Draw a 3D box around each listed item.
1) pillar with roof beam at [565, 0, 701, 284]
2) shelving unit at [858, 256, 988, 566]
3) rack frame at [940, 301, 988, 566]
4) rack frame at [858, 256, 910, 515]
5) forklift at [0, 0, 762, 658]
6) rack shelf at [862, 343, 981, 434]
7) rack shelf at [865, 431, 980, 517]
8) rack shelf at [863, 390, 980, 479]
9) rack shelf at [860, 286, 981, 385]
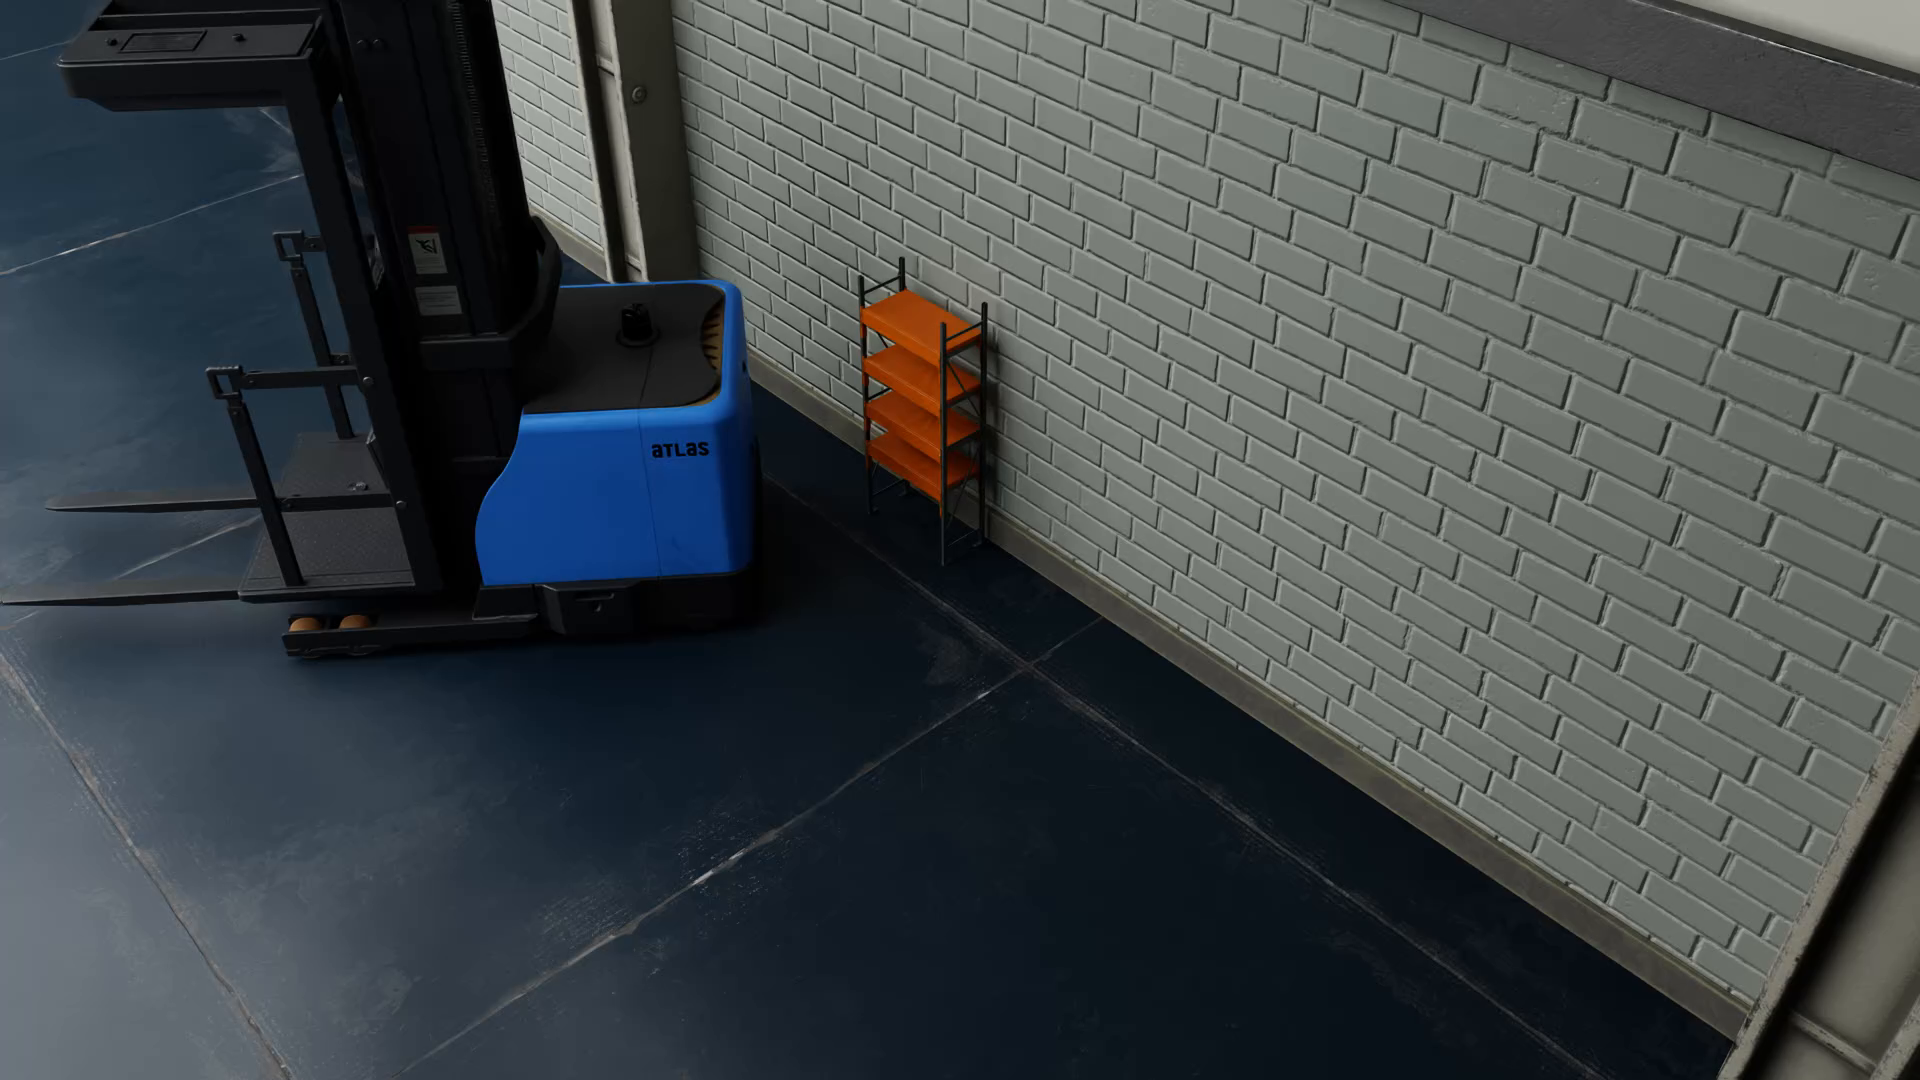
[{"bbox_3d":[-4.694,-2.694,3.424,9.100,9.000,0.400,-30,48,-32],"label":"pillar with roof beam"},{"bbox_3d":[-0.151,-0.522,6.941,0.258,1.200,0.503,-30,48,-32],"label":"shelving unit"},{"bbox_3d":[0.015,-0.410,6.802,0.240,1.200,0.015,-30,48,-32],"label":"rack frame"},{"bbox_3d":[-0.318,-0.634,7.080,0.240,1.200,0.015,-30,48,-32],"label":"rack frame"},{"bbox_3d":[-2.364,-1.014,6.173,3.031,2.935,1.130,-3,39,-4],"label":"forklift"},{"bbox_3d":[-0.151,-0.644,6.843,0.258,0.148,0.480,-30,48,-32],"label":"rack shelf"},{"bbox_3d":[-0.152,-0.315,7.108,0.258,0.148,0.480,-30,48,-32],"label":"rack shelf"},{"bbox_3d":[-0.152,-0.470,6.983,0.258,0.148,0.480,-30,48,-32],"label":"rack shelf"},{"bbox_3d":[-0.151,-0.828,6.695,0.258,0.148,0.480,-30,48,-32],"label":"rack shelf"}]
